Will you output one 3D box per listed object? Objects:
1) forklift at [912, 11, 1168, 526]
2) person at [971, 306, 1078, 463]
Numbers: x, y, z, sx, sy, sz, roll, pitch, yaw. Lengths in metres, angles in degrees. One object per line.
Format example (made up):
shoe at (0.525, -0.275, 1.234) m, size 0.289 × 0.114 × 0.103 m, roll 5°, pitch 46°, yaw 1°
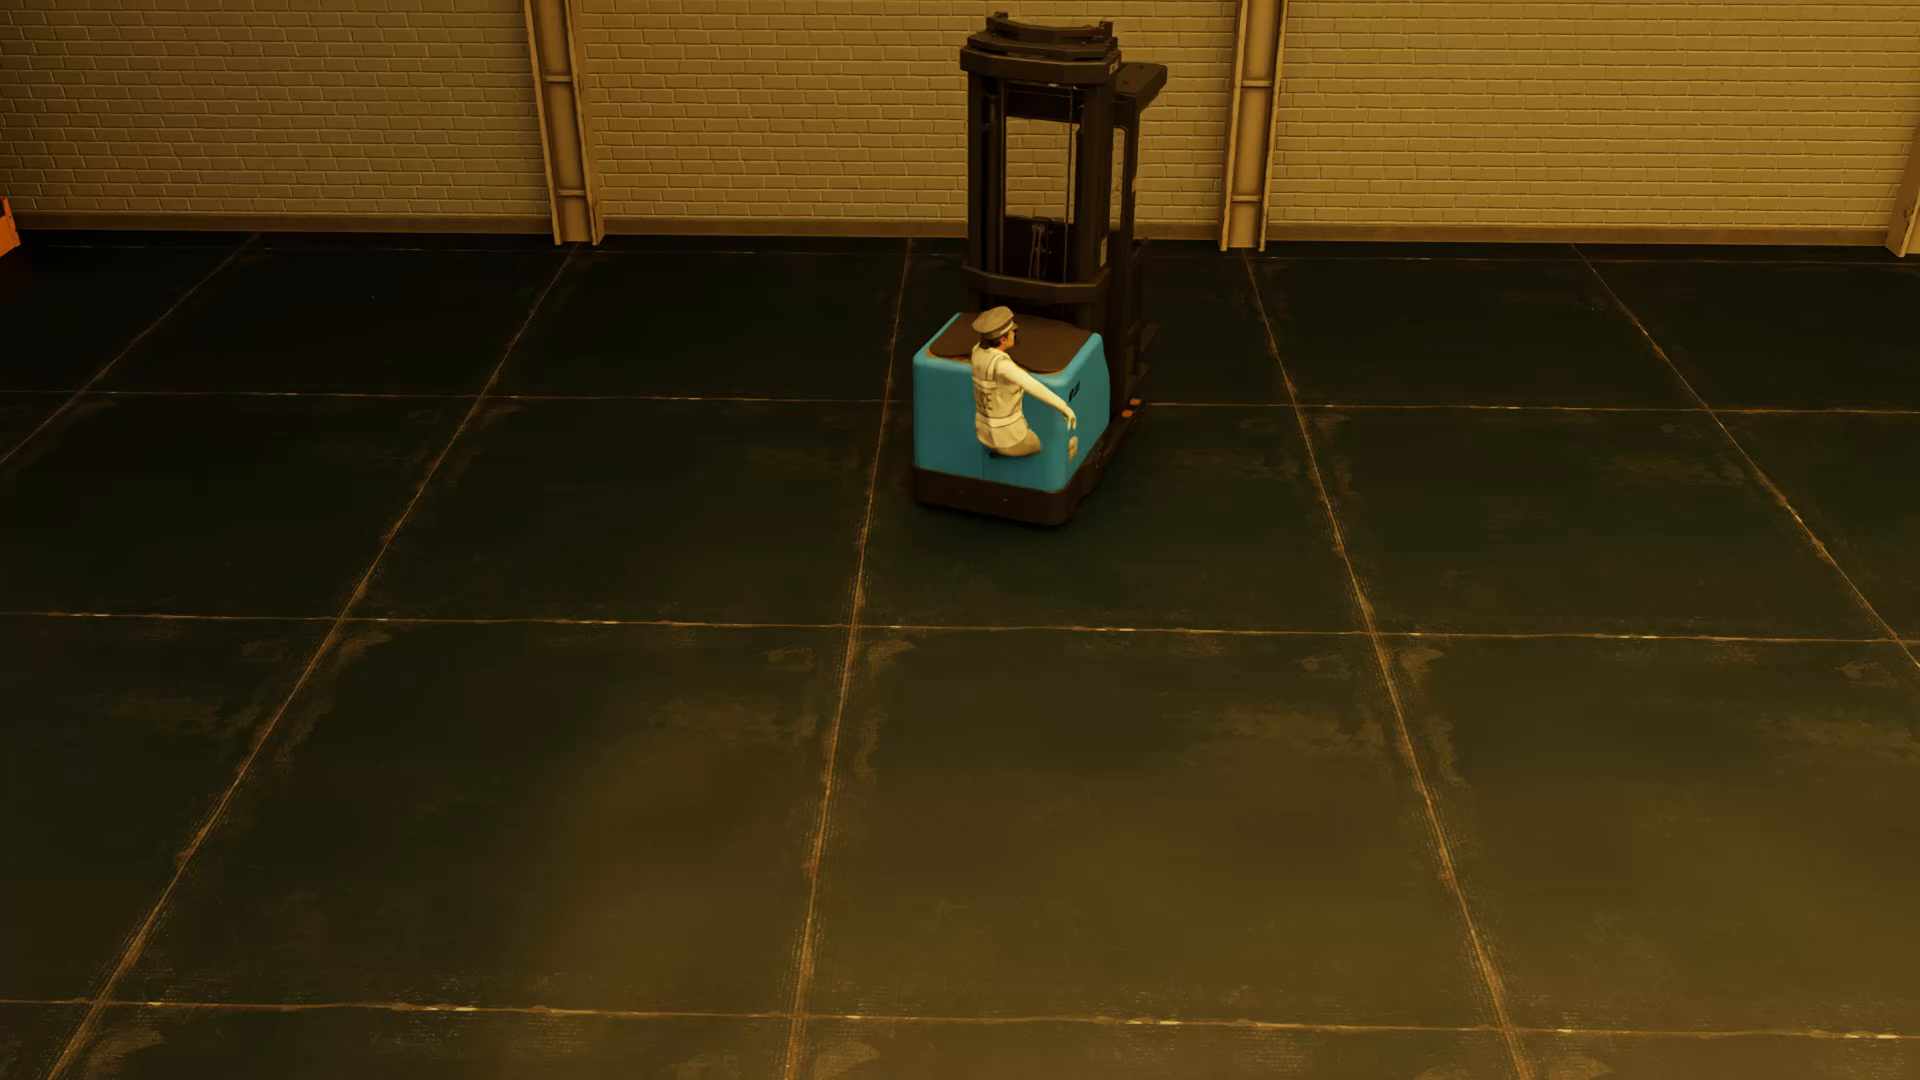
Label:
forklift at (0.691, -2.088, 11.155) m, size 1.130 × 2.935 × 3.031 m, roll 11°, pitch 32°, yaw 18°
person at (0.477, -0.788, 10.398) m, size 0.798 × 1.453 × 0.984 m, roll -18°, pitch 35°, yaw -28°
